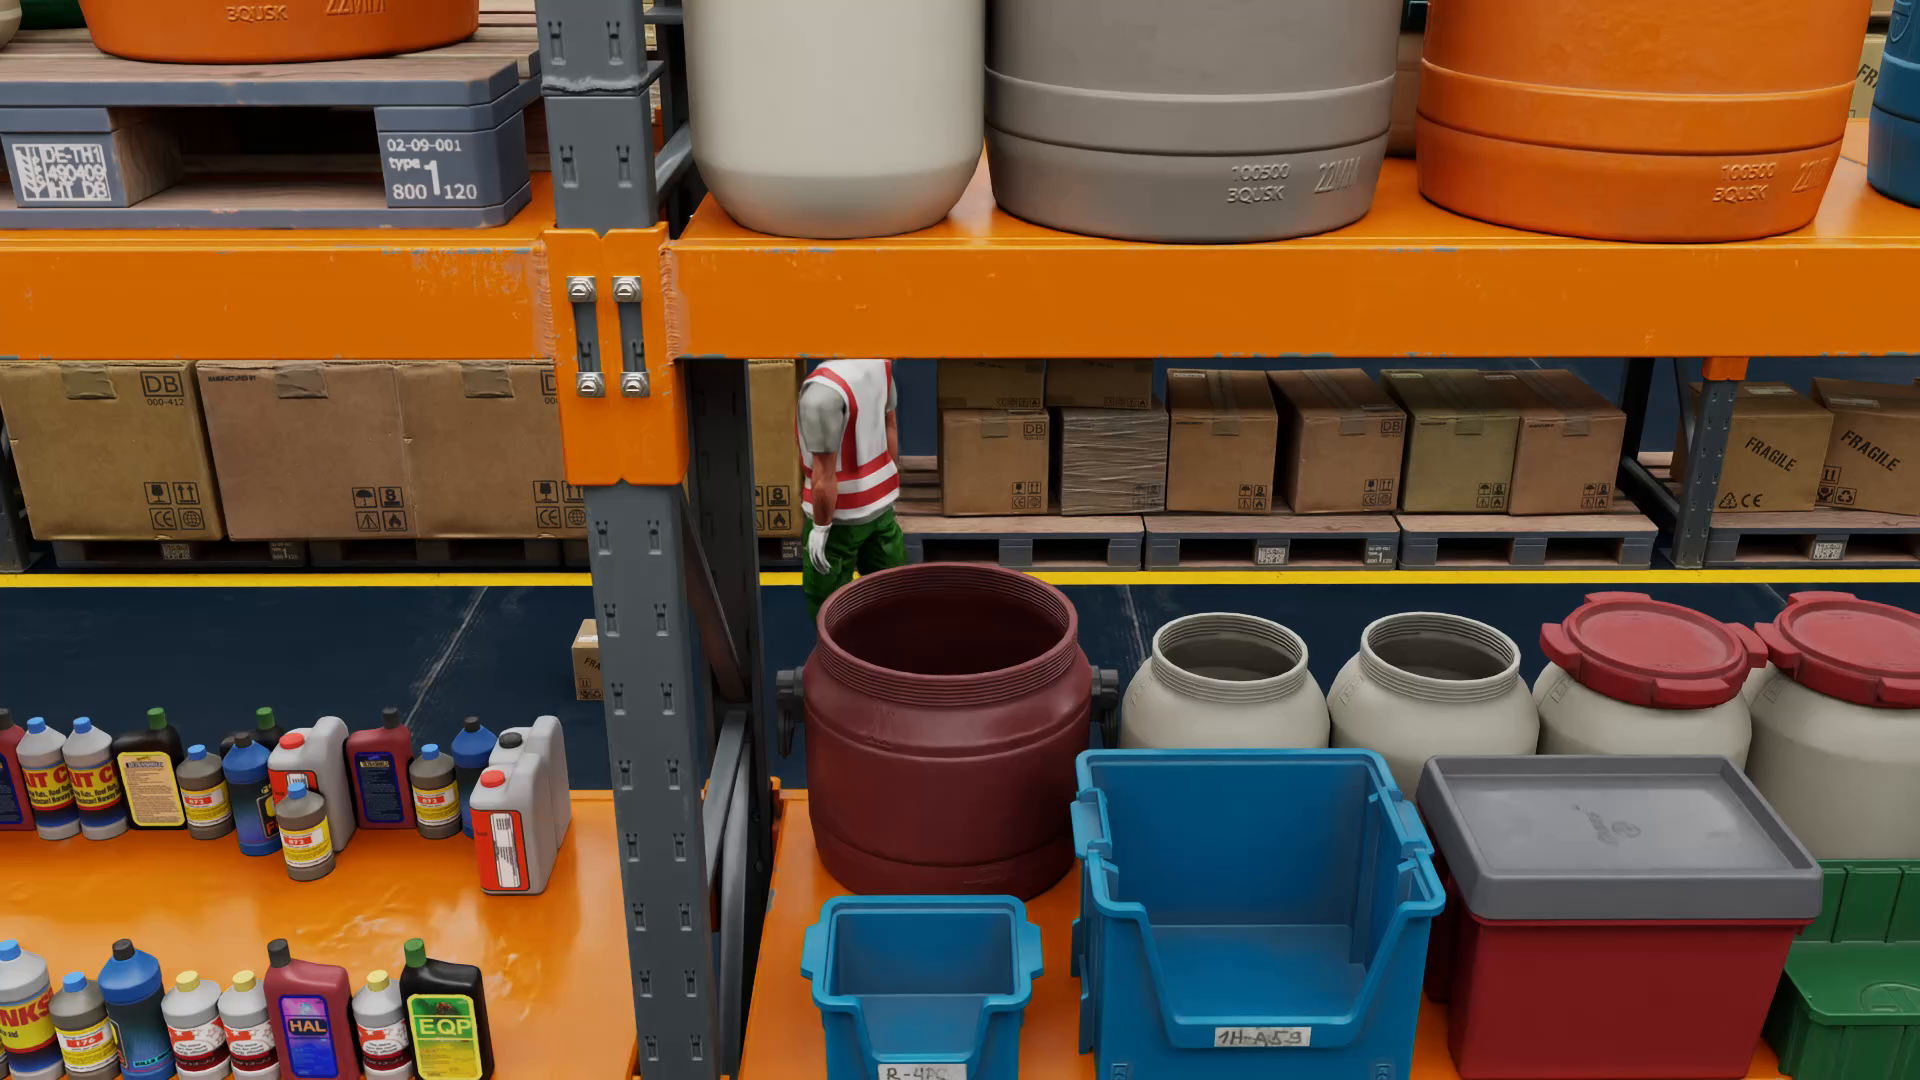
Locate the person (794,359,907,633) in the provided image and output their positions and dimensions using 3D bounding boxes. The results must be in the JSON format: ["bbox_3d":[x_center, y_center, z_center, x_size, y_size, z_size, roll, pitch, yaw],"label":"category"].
[{"bbox_3d":[-0.356,-0.109,6.309,0.685,1.787,0.574,14,27,29],"label":"person"}]
